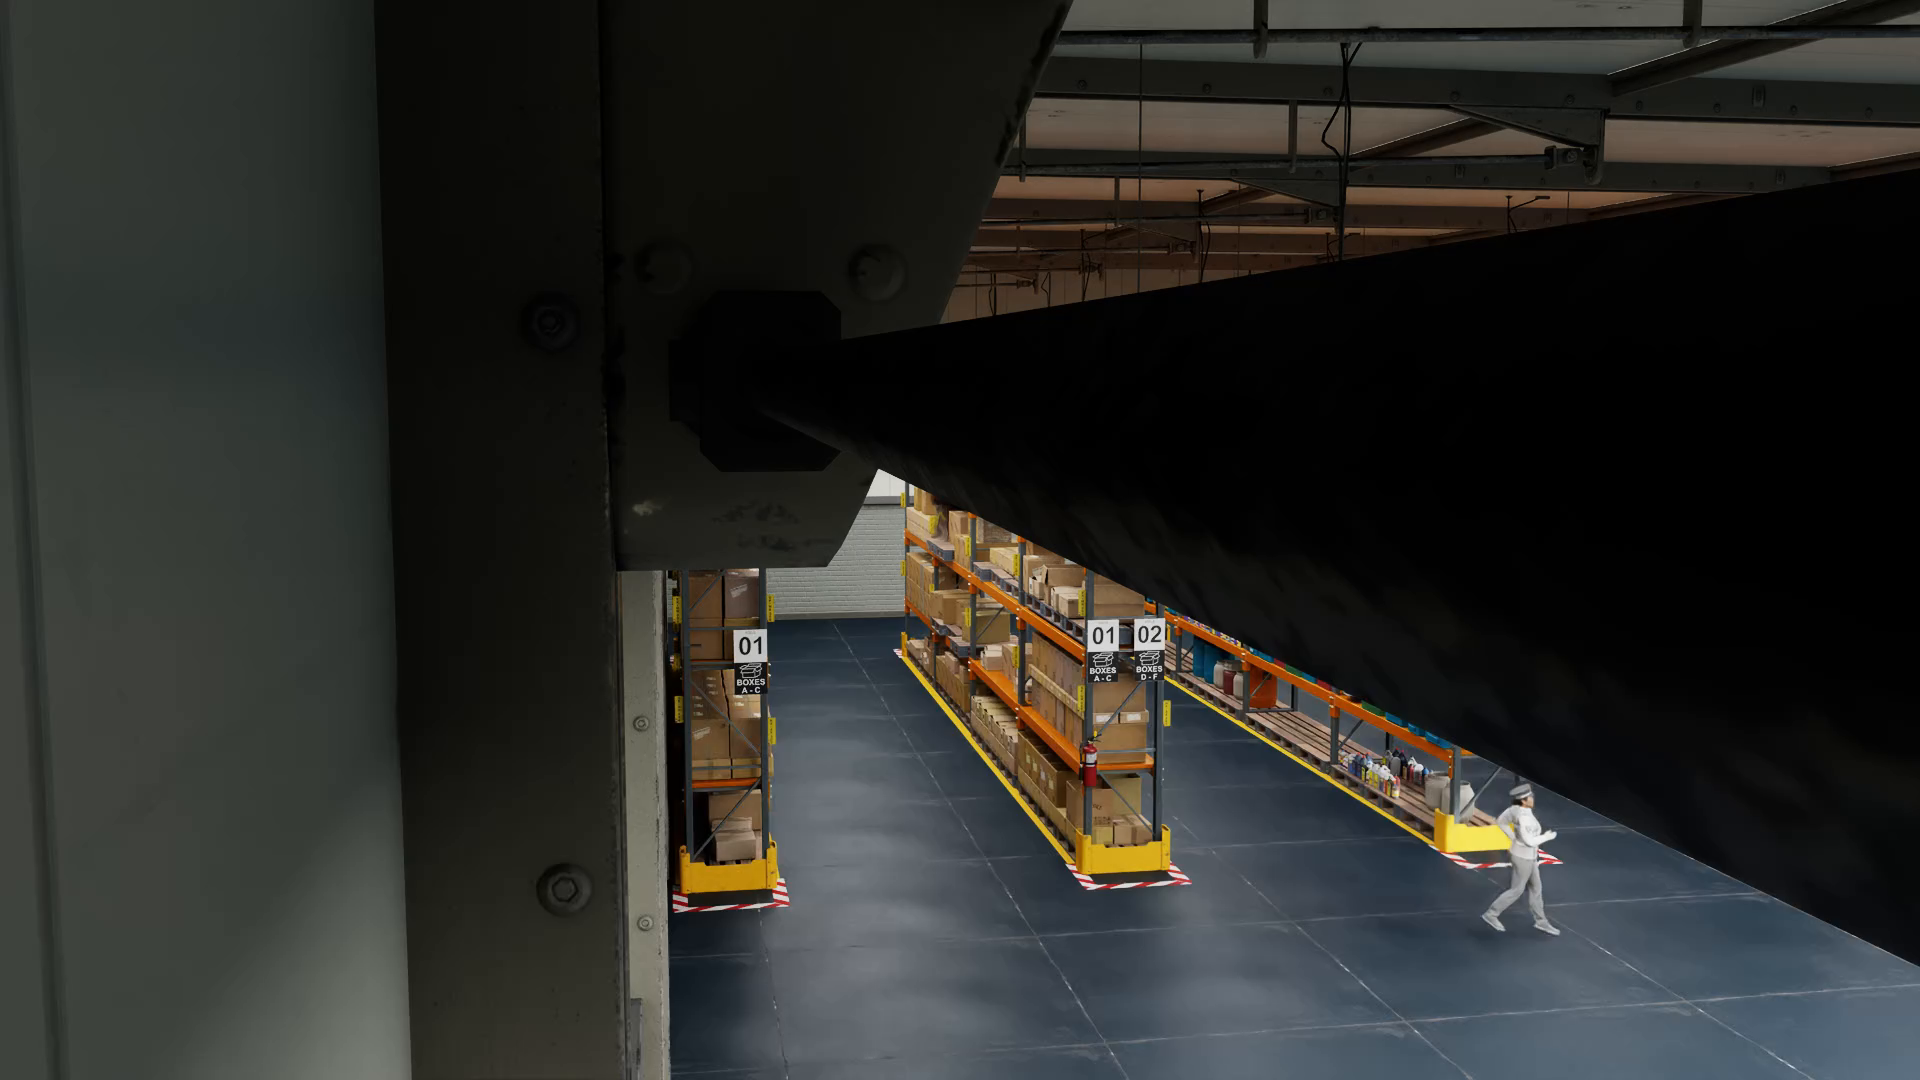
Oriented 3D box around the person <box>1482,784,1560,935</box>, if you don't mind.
[{"bbox_3d":[6.263,3.542,18.500,0.852,1.708,0.426,1,6,12],"label":"person"}]
